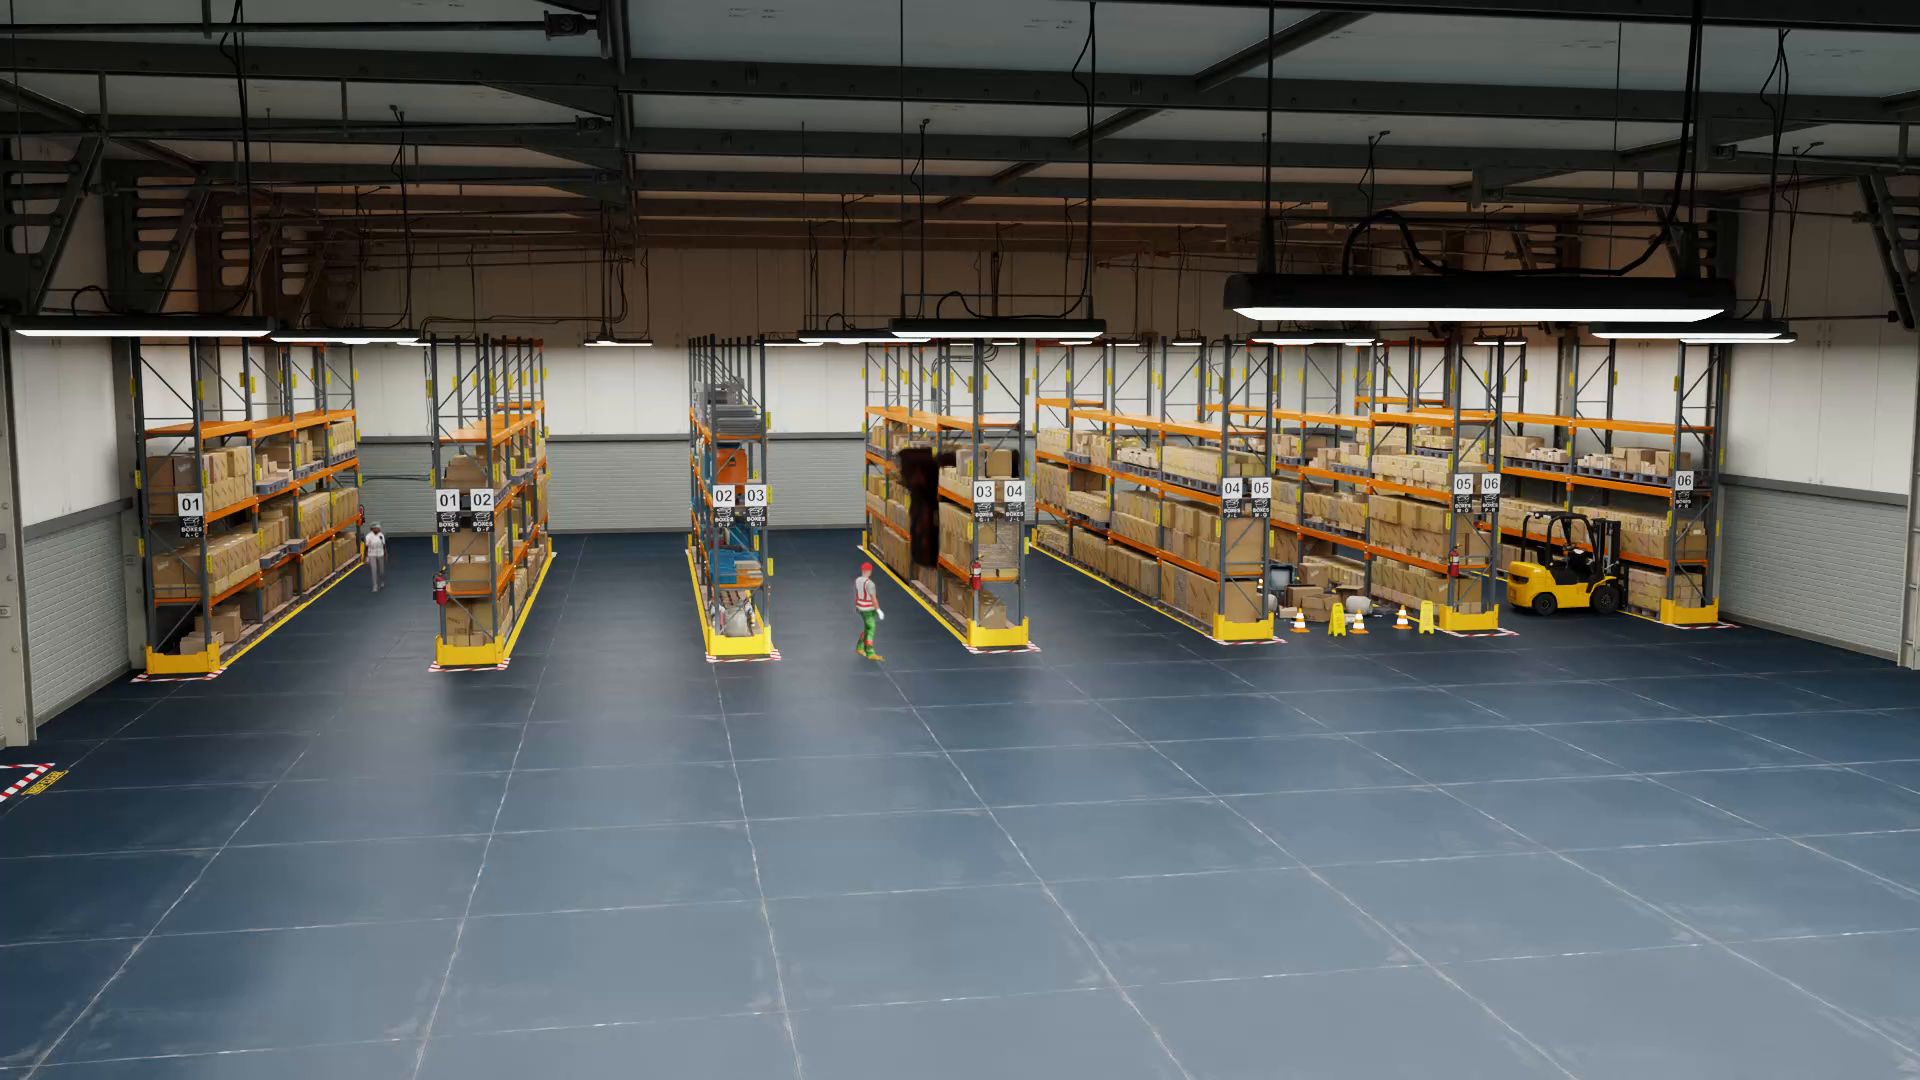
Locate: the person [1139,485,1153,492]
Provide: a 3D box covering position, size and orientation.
[{"bbox_3d":[5.923,-1.223,53.023,0.812,1.739,0.594,-5,8,-39],"label":"person"}]

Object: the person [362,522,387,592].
[{"bbox_3d":[-13.886,0.383,39.452,0.561,1.632,0.880,-3,7,-21],"label":"person"}]

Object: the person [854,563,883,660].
[{"bbox_3d":[-1.708,1.309,30.816,0.460,1.803,0.663,-2,7,-21],"label":"person"}]
